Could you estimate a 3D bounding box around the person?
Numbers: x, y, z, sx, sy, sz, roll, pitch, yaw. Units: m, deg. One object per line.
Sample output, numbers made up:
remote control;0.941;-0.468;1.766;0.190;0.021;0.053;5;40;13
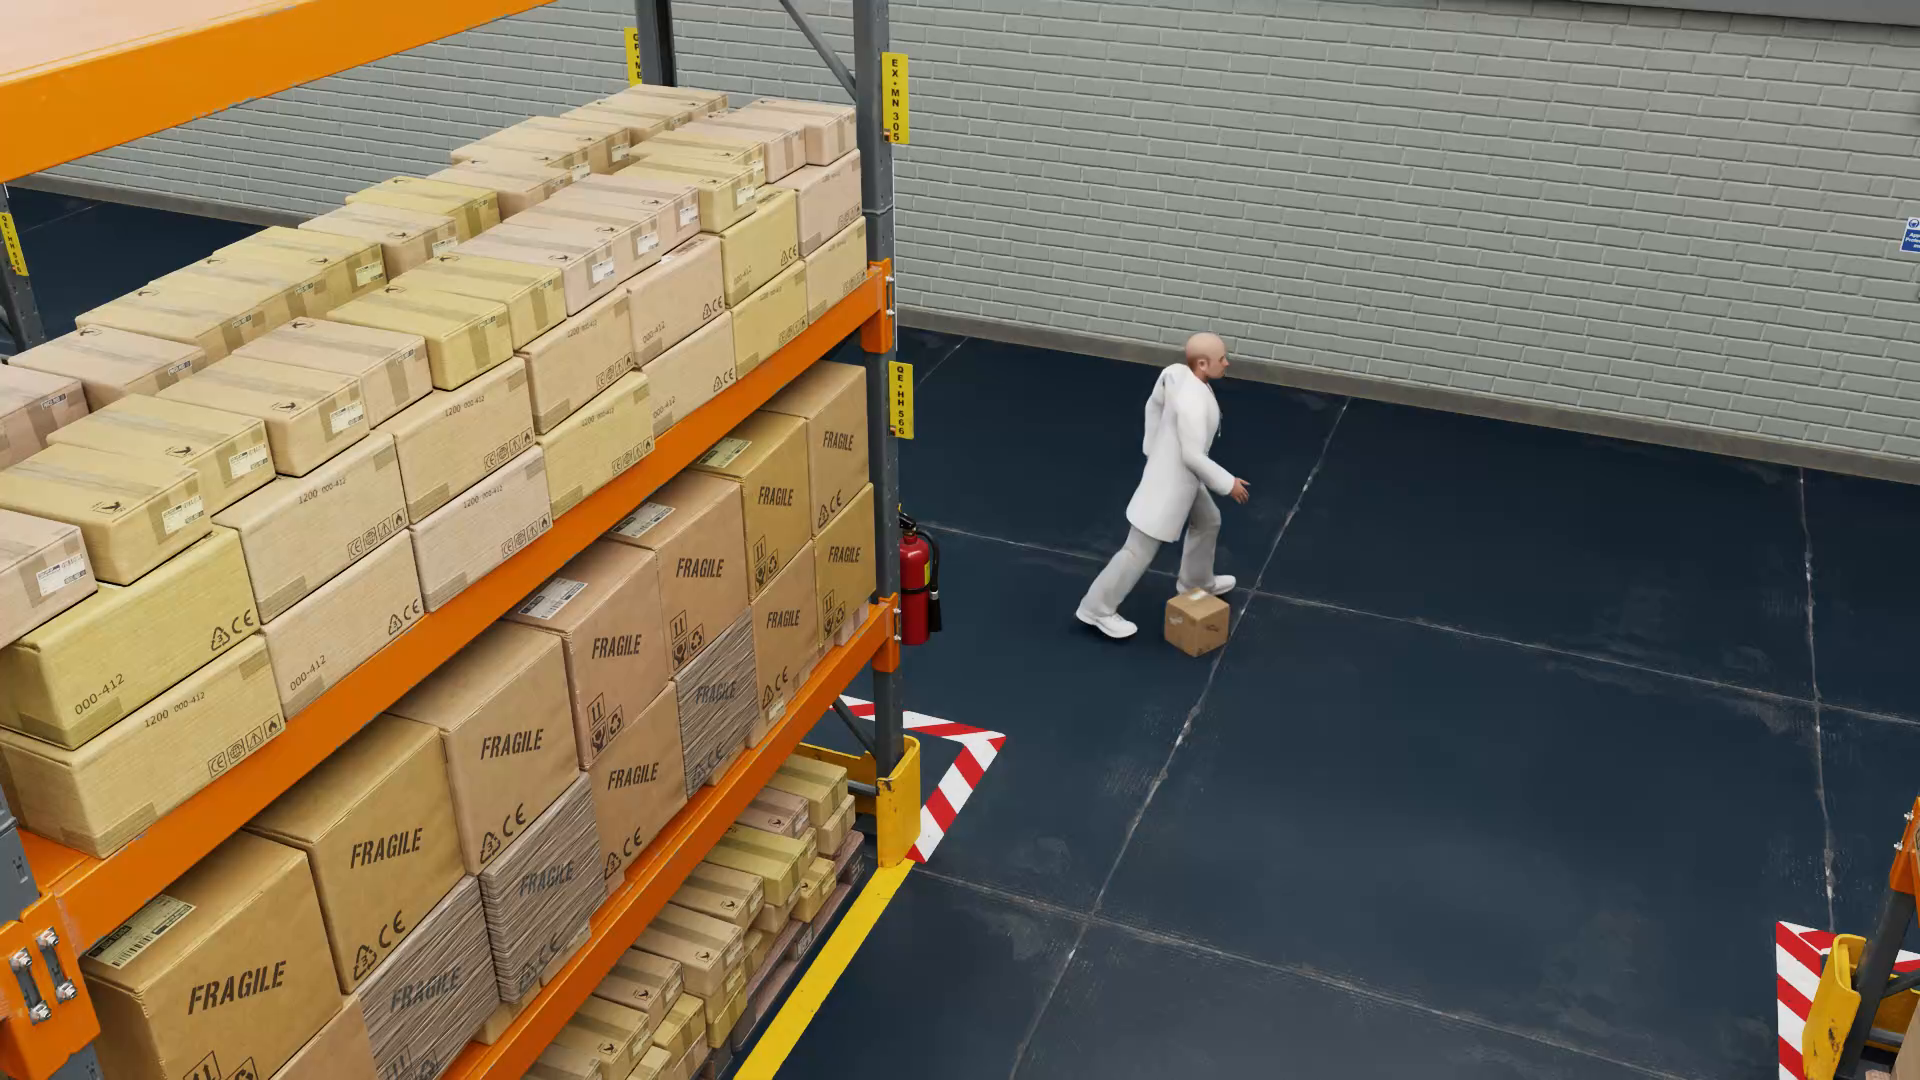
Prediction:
person;1.112;-0.293;9.012;0.912;1.662;0.706;3;29;5
